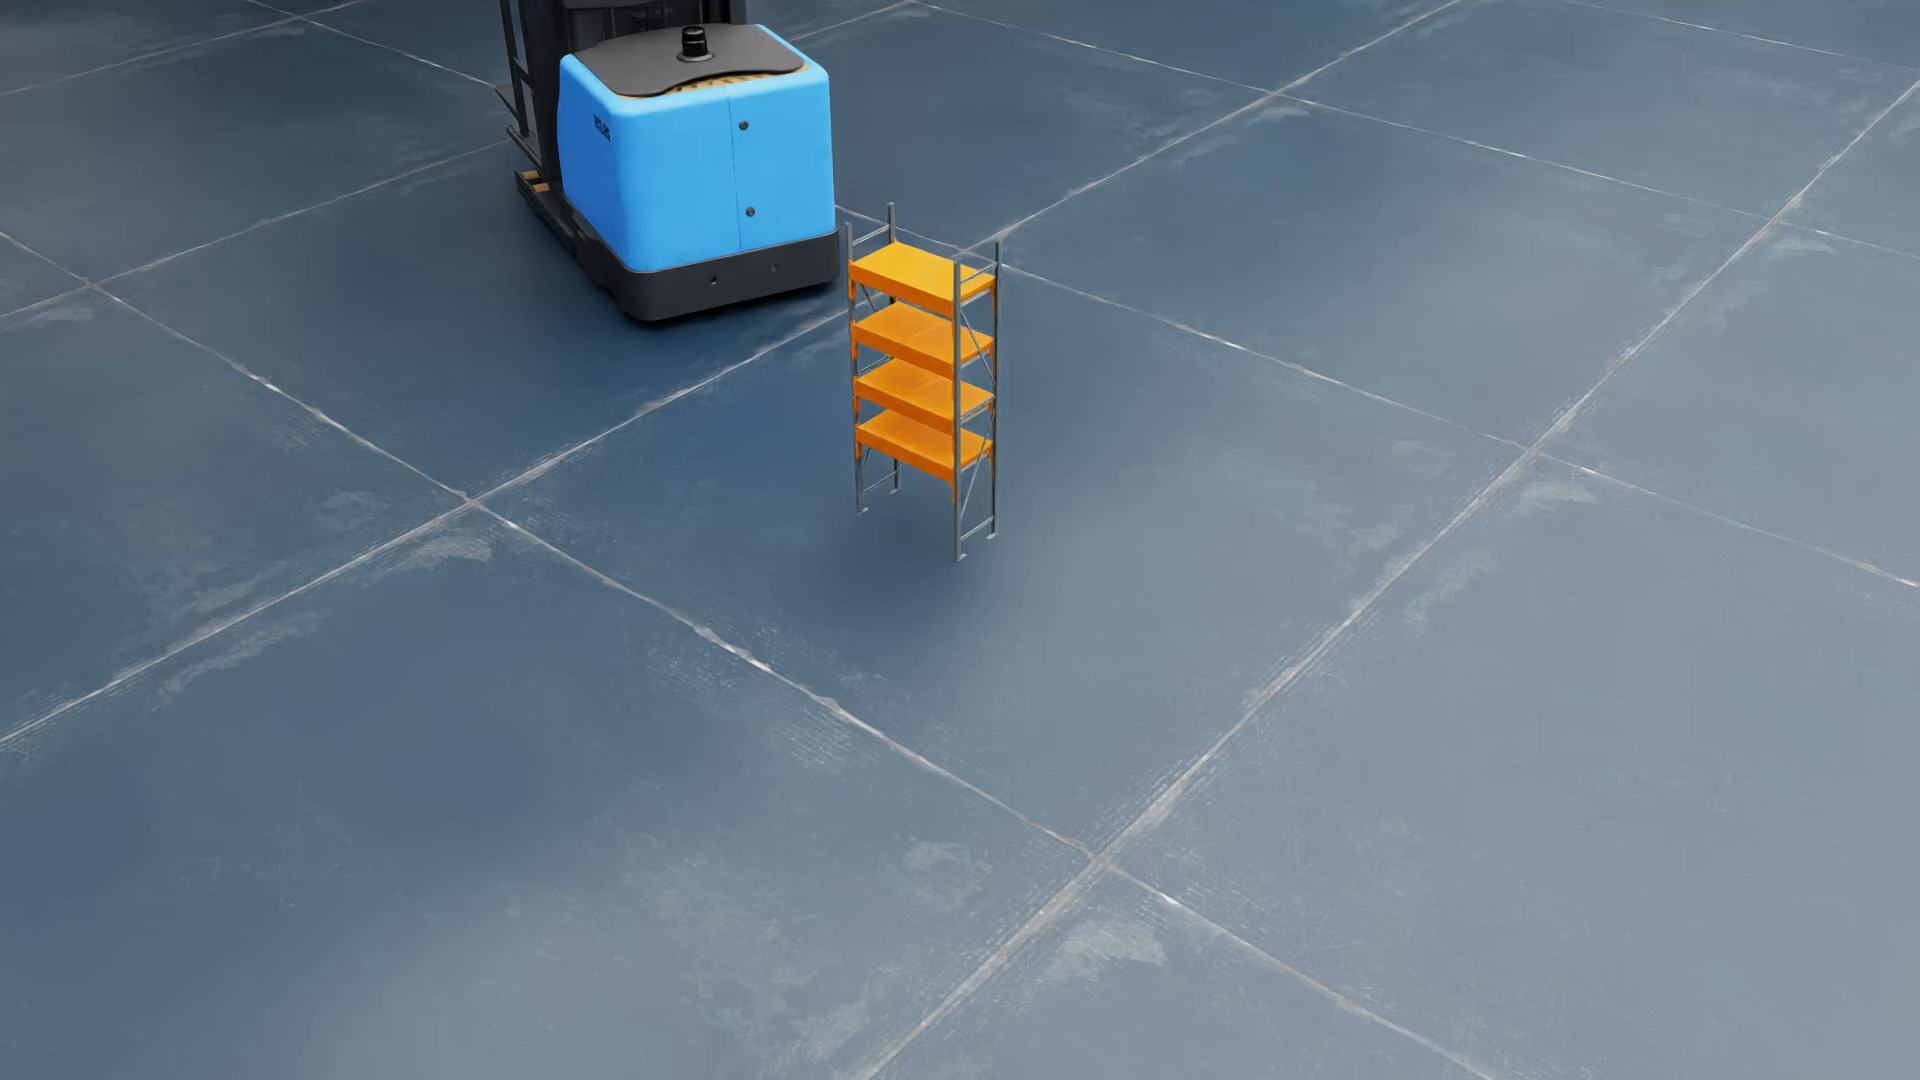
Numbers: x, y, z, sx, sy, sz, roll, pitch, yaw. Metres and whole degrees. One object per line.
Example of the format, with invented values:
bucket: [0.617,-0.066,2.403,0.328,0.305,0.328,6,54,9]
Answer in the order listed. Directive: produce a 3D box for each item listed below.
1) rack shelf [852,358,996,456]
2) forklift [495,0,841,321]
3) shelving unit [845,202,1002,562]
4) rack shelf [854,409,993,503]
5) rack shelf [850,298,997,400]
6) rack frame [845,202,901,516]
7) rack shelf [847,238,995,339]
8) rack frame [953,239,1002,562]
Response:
rack shelf: [-0.127,-0.499,6.036,0.480,0.148,0.258,25,42,32]
forklift: [-1.710,-3.021,8.060,1.130,2.935,3.031,-17,38,-23]
shelving unit: [-0.127,-0.555,5.998,0.503,1.200,0.258,25,42,32]
rack shelf: [-0.127,-0.335,6.148,0.480,0.148,0.258,25,42,32]
rack shelf: [-0.127,-0.683,5.909,0.480,0.148,0.258,25,42,32]
rack frame: [-0.315,-0.643,6.126,0.015,1.200,0.240,25,42,32]
rack shelf: [-0.127,-0.878,5.775,0.480,0.148,0.258,25,42,32]
rack frame: [0.060,-0.466,5.869,0.015,1.200,0.240,25,42,32]
